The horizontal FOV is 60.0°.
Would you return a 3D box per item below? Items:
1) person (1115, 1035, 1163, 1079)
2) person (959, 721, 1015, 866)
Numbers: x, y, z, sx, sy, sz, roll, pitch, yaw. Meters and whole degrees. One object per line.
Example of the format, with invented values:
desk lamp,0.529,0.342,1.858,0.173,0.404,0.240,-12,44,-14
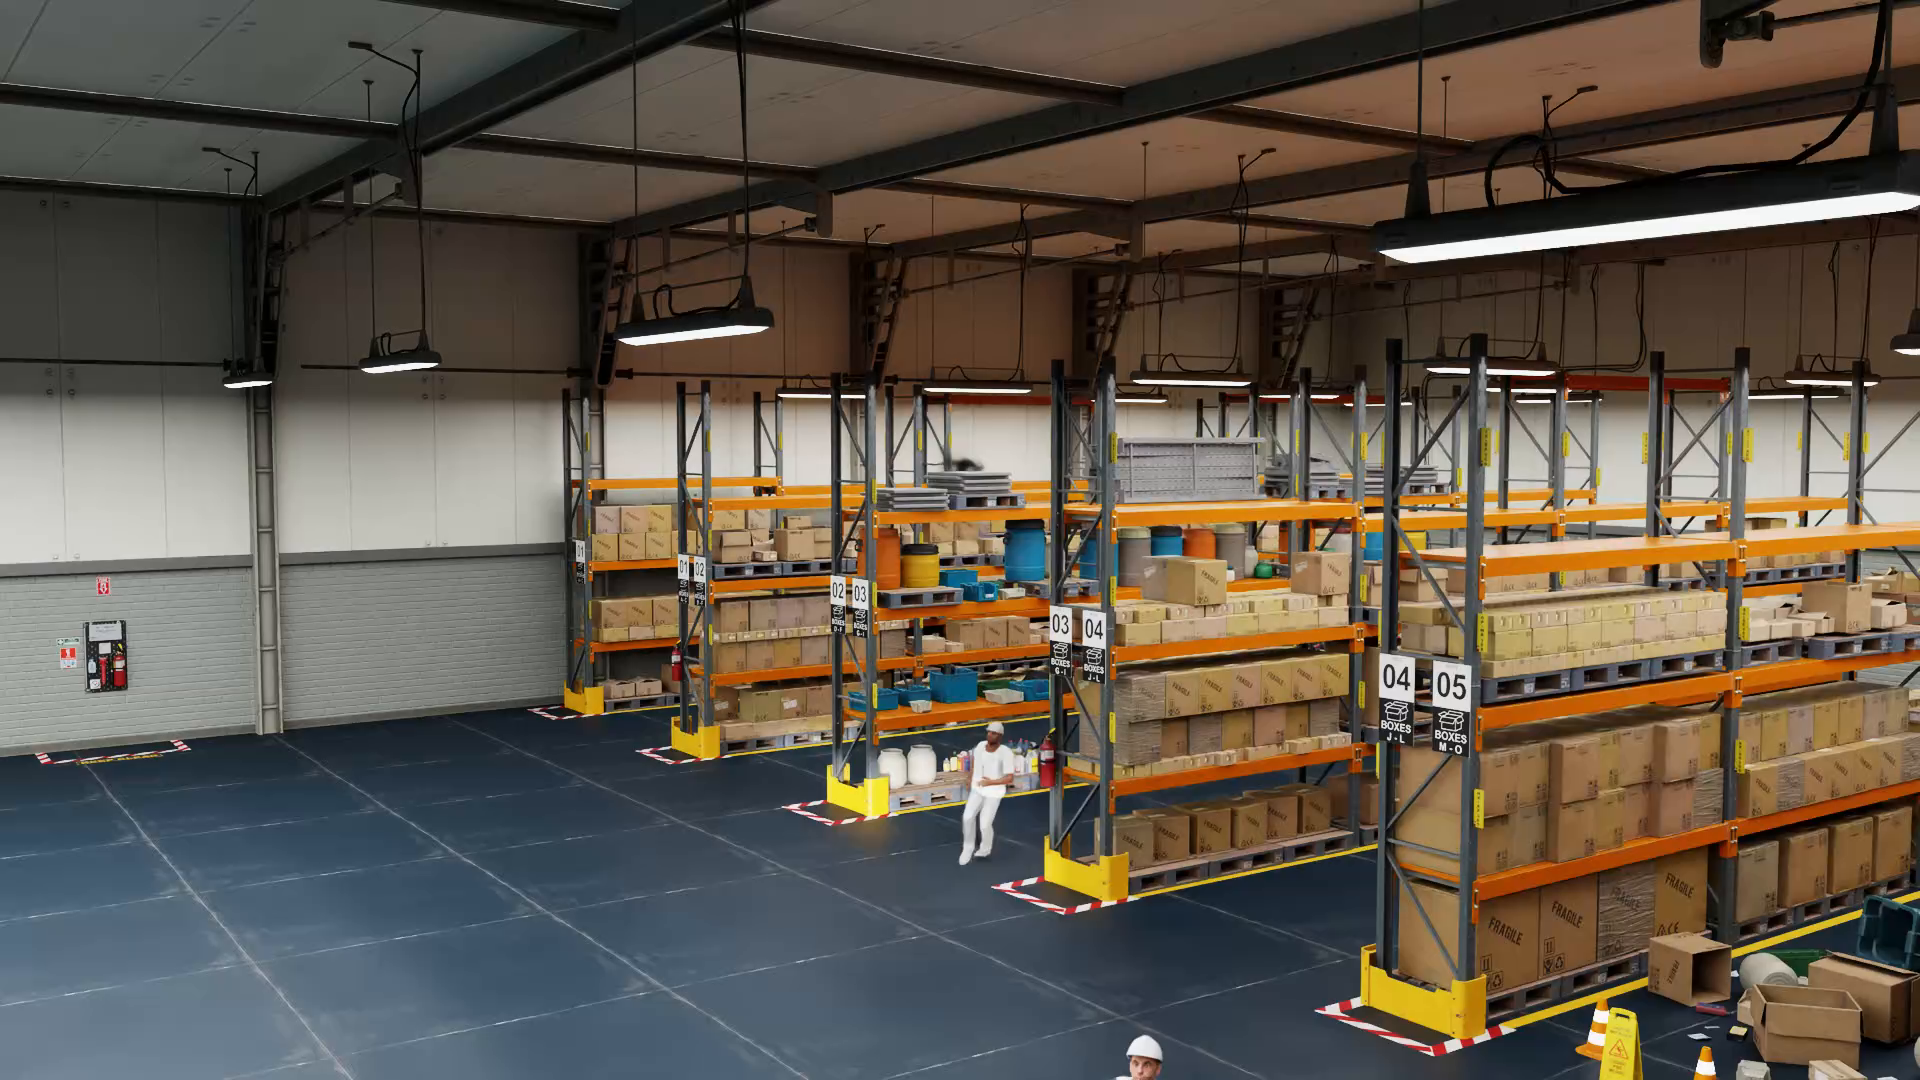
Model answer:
person,1.016,3.672,9.373,0.634,1.745,0.621,1,4,14
person,0.330,3.014,19.840,0.698,1.717,0.707,2,4,25
